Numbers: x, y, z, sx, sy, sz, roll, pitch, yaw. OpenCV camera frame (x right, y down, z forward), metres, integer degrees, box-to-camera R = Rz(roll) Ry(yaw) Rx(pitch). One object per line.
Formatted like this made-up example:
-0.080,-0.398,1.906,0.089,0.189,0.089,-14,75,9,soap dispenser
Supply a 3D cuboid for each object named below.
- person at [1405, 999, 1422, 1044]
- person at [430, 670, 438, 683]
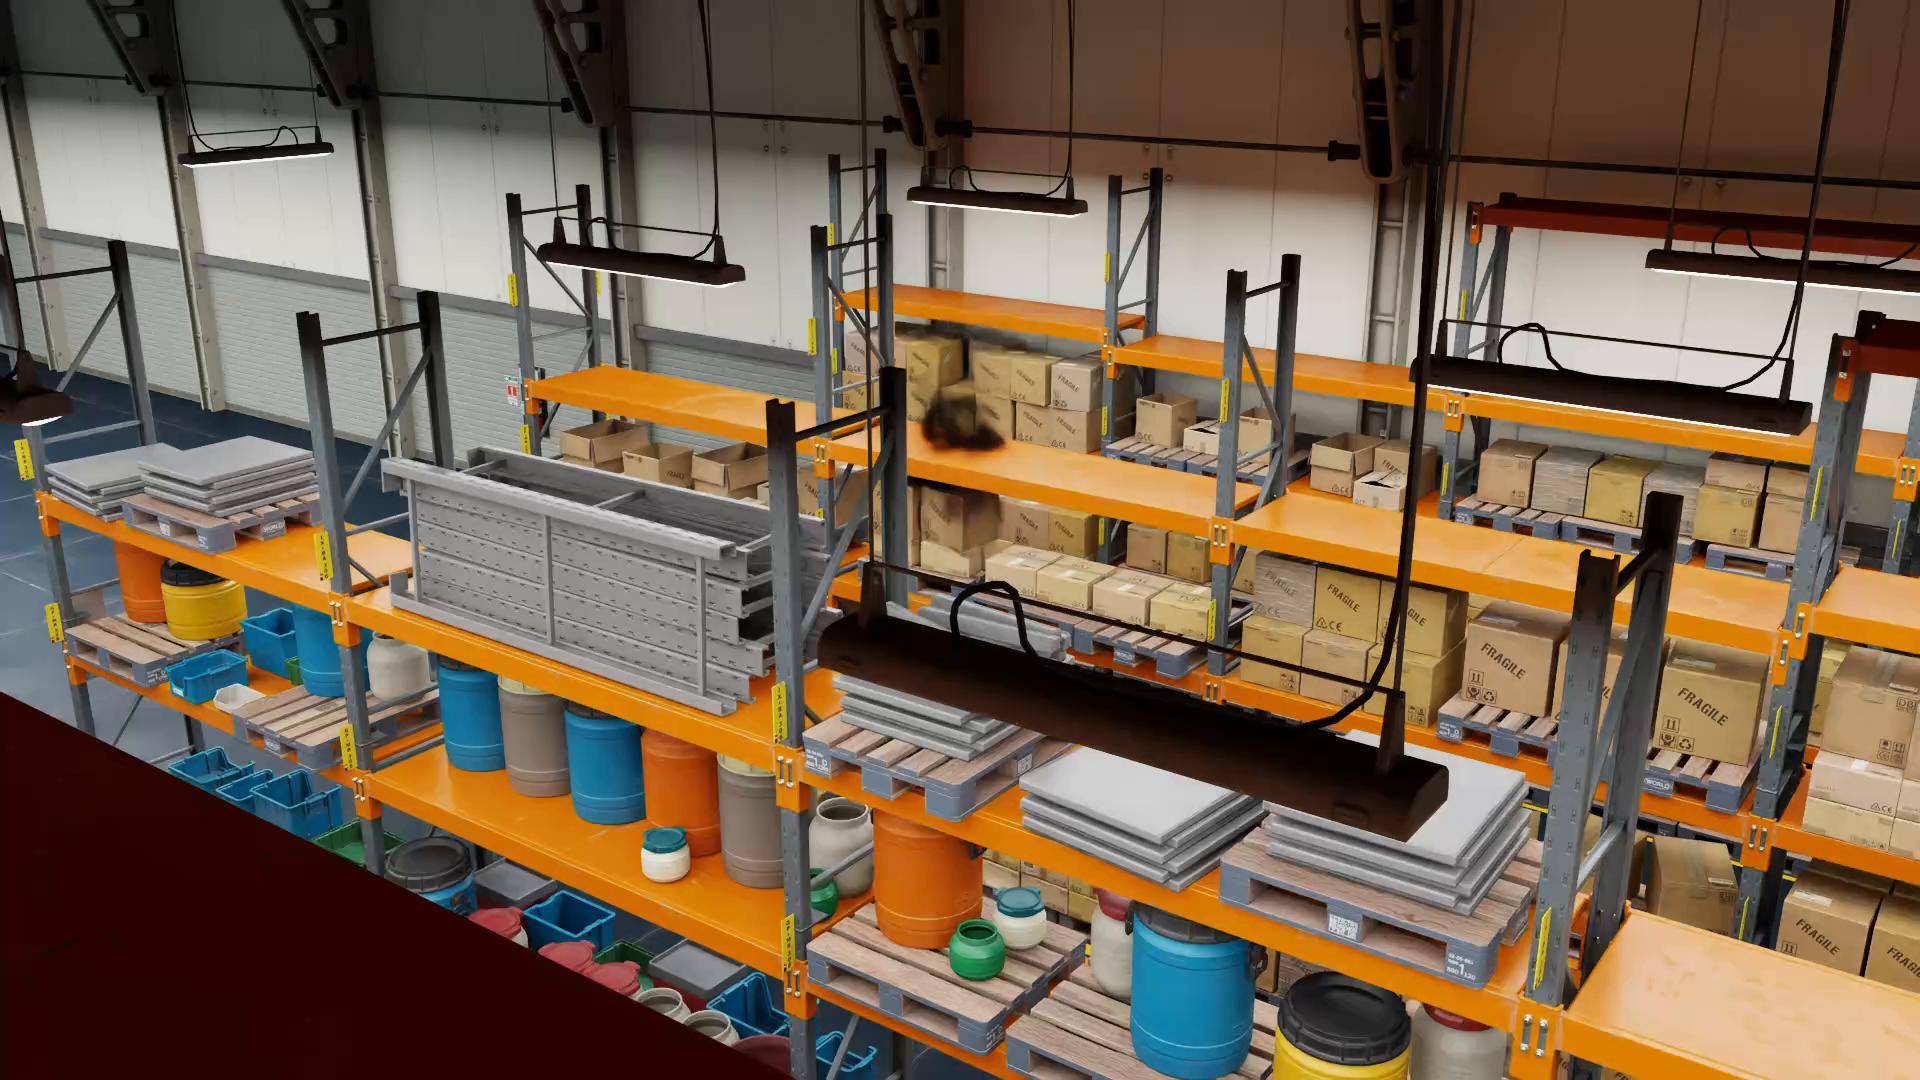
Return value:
2.907,3.806,10.994,0.750,1.811,0.698,8,20,23,person
-6.421,1.151,18.906,0.957,1.784,0.669,-8,20,-23,person
